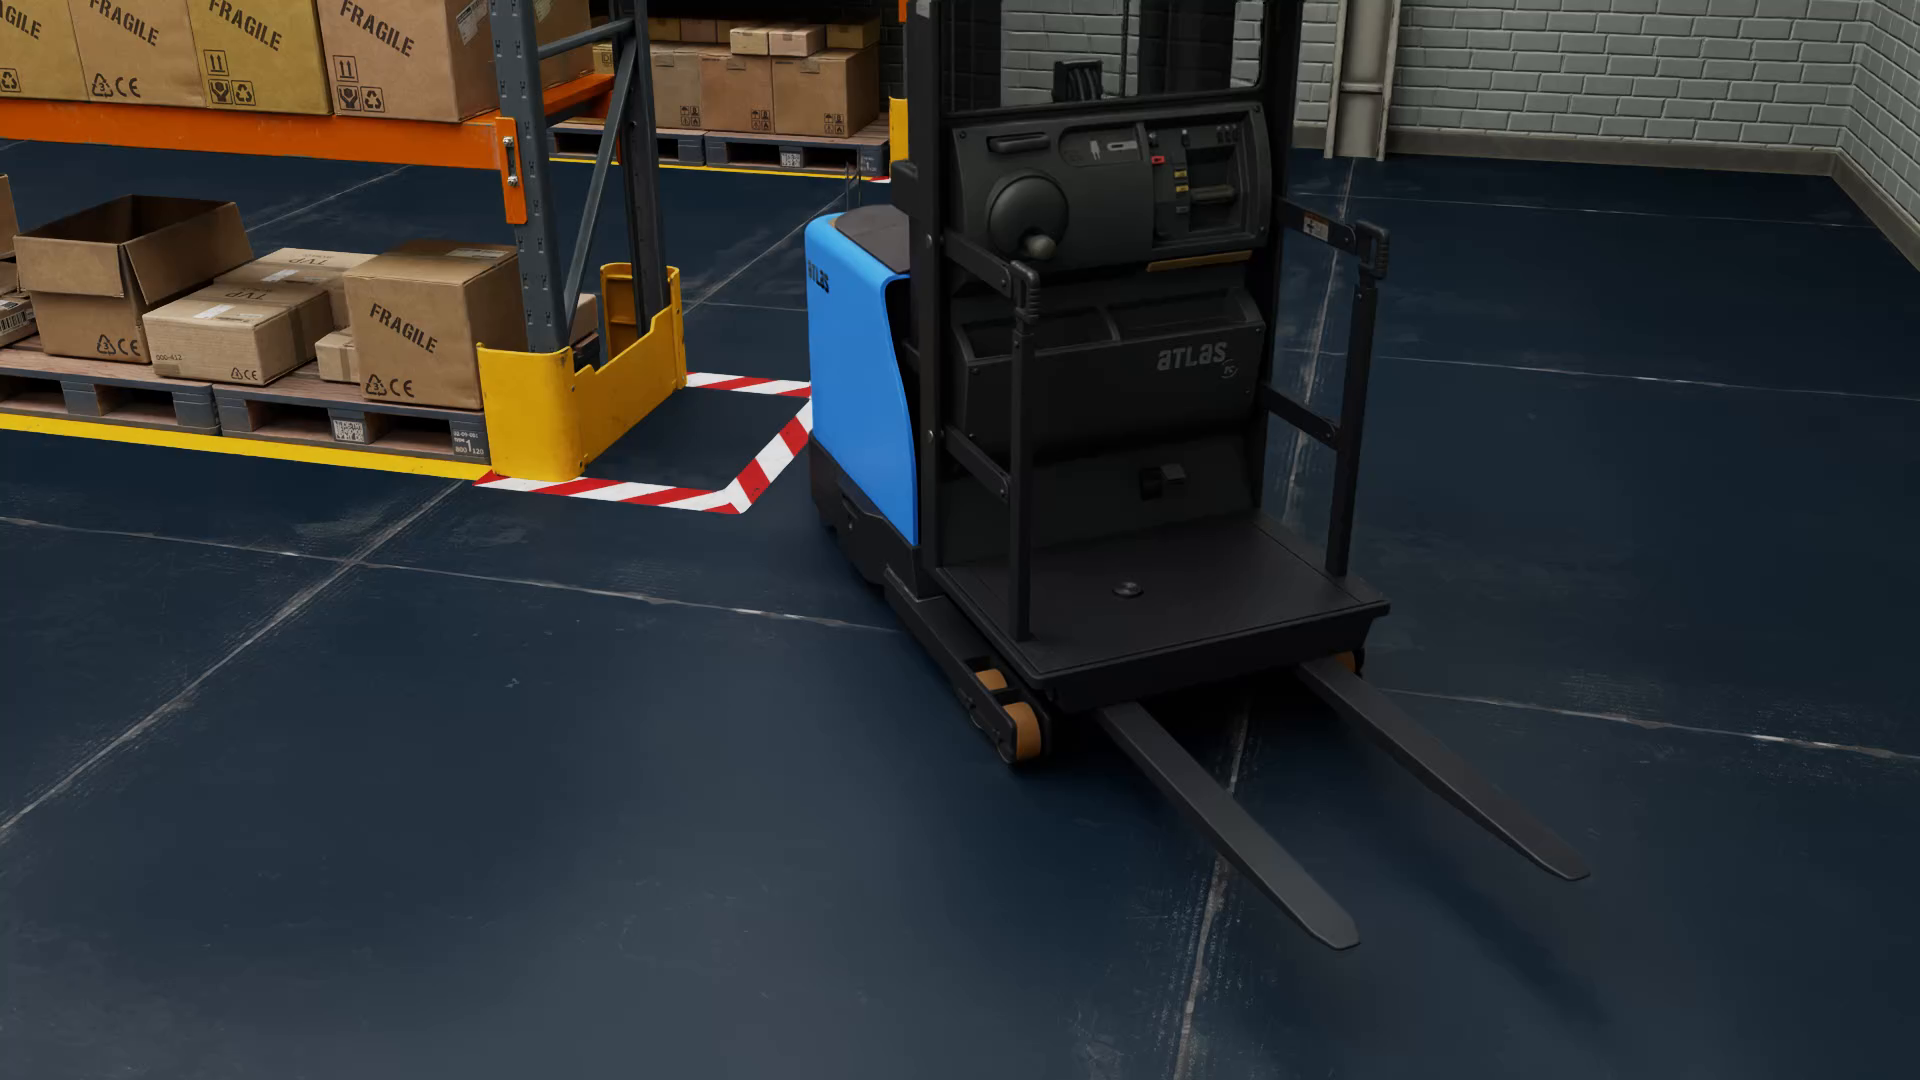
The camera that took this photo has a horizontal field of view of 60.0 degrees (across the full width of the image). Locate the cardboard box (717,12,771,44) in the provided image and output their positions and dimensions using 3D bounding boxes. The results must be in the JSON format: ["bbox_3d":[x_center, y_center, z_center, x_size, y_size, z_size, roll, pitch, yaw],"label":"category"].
[{"bbox_3d":[-1.435,-3.417,11.102,0.250,0.149,0.380,7,26,13],"label":"cardboard box"}]

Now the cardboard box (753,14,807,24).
[{"bbox_3d":[-1.192,-3.390,11.046,0.250,0.149,0.380,6,26,13],"label":"cardboard box"}]

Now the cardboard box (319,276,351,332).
[{"bbox_3d":[-2.340,-1.003,7.055,0.500,0.250,0.500,6,26,13],"label":"cardboard box"}]

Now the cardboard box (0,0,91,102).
[{"bbox_3d":[-3.374,-1.960,6.261,0.500,0.500,0.500,6,26,12],"label":"cardboard box"}]

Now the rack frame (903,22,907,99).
[{"bbox_3d":[-0.170,-3.879,10.408,0.127,3.000,1.000,6,26,13],"label":"rack frame"}]

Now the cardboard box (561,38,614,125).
[{"bbox_3d":[-2.363,-3.134,11.264,0.500,0.500,0.700,7,26,14],"label":"cardboard box"}]

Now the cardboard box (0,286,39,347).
[{"bbox_3d":[-4.081,-0.941,7.020,0.250,0.166,0.380,6,26,13],"label":"cardboard box"}]

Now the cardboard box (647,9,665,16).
[{"bbox_3d":[-2.175,-3.498,11.273,0.250,0.149,0.380,6,26,12],"label":"cardboard box"}]

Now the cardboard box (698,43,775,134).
[{"bbox_3d":[-1.357,-3.027,11.038,0.500,0.500,0.700,6,26,13],"label":"cardboard box"}]

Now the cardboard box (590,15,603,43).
[{"bbox_3d":[-2.553,-3.370,11.004,0.250,0.149,0.380,6,26,12],"label":"cardboard box"}]

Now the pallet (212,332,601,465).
[{"bbox_3d":[-2.246,-0.650,6.871,1.213,0.211,1.003,6,26,13],"label":"pallet"}]

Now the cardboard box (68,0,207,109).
[{"bbox_3d":[-2.886,-1.906,6.147,0.500,0.500,0.500,7,26,13],"label":"cardboard box"}]

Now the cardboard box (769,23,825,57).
[{"bbox_3d":[-1.042,-3.204,10.655,0.250,0.149,0.380,6,26,12],"label":"cardboard box"}]

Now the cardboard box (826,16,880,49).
[{"bbox_3d":[-0.702,-3.336,10.933,0.250,0.149,0.380,6,26,13],"label":"cardboard box"}]

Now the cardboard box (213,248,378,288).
[{"bbox_3d":[-2.824,-1.057,7.167,0.500,0.250,0.500,6,26,13],"label":"cardboard box"}]

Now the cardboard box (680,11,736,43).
[{"bbox_3d":[-1.681,-3.444,11.159,0.250,0.149,0.380,7,26,14],"label":"cardboard box"}]

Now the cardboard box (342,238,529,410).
[{"bbox_3d":[-1.988,-0.842,6.425,0.500,0.500,0.500,6,26,13],"label":"cardboard box"}]

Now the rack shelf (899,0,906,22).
[{"bbox_3d":[-2.107,-3.768,11.013,4.000,0.370,1.077,6,26,13],"label":"rack shelf"}]

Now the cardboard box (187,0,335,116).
[{"bbox_3d":[-2.405,-1.850,6.030,0.500,0.500,0.500,7,26,13],"label":"cardboard box"}]

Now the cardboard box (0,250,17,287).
[{"bbox_3d":[-3.925,-1.206,7.410,0.500,0.311,0.500,6,26,13],"label":"cardboard box"}]

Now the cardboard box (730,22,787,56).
[{"bbox_3d":[-1.290,-3.231,10.712,0.250,0.149,0.380,7,26,14],"label":"cardboard box"}]

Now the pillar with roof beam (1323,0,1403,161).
[{"bbox_3d":[1.589,-4.867,5.503,0.400,9.000,9.100,6,26,13],"label":"pillar with roof beam"}]

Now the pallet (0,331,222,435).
[{"bbox_3d":[-3.424,-0.782,7.147,1.213,0.211,1.003,6,26,13],"label":"pallet"}]

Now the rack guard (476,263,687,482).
[{"bbox_3d":[-1.473,-0.696,6.630,0.348,0.500,1.175,6,26,13],"label":"rack guard"}]

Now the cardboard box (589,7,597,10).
[{"bbox_3d":[-2.670,-3.553,11.388,0.250,0.149,0.380,5,26,11],"label":"cardboard box"}]

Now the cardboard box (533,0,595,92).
[{"bbox_3d":[-1.764,-2.019,6.384,0.500,0.500,0.500,7,26,14],"label":"cardboard box"}]

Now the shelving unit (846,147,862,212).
[{"bbox_3d":[-0.280,-0.793,6.019,0.189,1.200,0.258,3,26,7],"label":"shelving unit"}]

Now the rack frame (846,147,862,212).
[{"bbox_3d":[-0.370,-0.798,6.030,0.006,1.200,0.240,3,26,7],"label":"rack frame"}]

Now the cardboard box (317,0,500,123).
[{"bbox_3d":[-1.901,-1.796,5.917,0.500,0.500,0.500,7,26,15],"label":"cardboard box"}]

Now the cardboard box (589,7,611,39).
[{"bbox_3d":[-2.425,-3.526,11.331,0.250,0.149,0.380,7,26,14],"label":"cardboard box"}]

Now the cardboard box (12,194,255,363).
[{"bbox_3d":[-3.453,-1.117,6.999,0.637,0.503,0.797,6,26,13],"label":"cardboard box"}]

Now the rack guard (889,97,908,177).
[{"bbox_3d":[-0.146,-2.748,10.940,0.348,0.500,1.175,6,26,13],"label":"rack guard"}]

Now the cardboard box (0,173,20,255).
[{"bbox_3d":[-4.651,-1.372,7.538,0.500,0.500,0.500,6,26,13],"label":"cardboard box"}]

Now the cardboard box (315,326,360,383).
[{"bbox_3d":[-2.358,-0.772,6.667,0.250,0.166,0.380,6,26,13],"label":"cardboard box"}]

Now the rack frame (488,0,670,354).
[{"bbox_3d":[-1.400,-1.816,6.076,0.127,3.000,1.000,6,26,13],"label":"rack frame"}]

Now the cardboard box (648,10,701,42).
[{"bbox_3d":[-1.930,-3.471,11.216,0.250,0.149,0.380,7,26,14],"label":"cardboard box"}]

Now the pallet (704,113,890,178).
[{"bbox_3d":[-0.964,-2.673,11.119,1.213,0.211,1.003,6,26,13],"label":"pallet"}]

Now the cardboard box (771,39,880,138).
[{"bbox_3d":[-0.873,-2.973,10.925,0.500,0.500,0.700,6,26,13],"label":"cardboard box"}]

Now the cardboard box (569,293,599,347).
[{"bbox_3d":[-1.720,-0.916,6.989,0.250,0.149,0.380,6,26,13],"label":"cardboard box"}]

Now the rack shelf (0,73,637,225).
[{"bbox_3d":[-3.337,-1.706,6.680,4.000,0.370,1.077,6,26,13],"label":"rack shelf"}]

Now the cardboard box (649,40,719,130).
[{"bbox_3d":[-1.844,-3.080,11.150,0.500,0.500,0.700,5,26,11],"label":"cardboard box"}]

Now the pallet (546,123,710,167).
[{"bbox_3d":[-2.141,-2.804,11.395,1.213,0.211,1.003,6,26,13],"label":"pallet"}]

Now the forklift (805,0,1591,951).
[{"bbox_3d":[0.506,-0.928,4.290,1.130,2.935,3.031,-10,27,-20],"label":"forklift"}]

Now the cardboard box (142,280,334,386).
[{"bbox_3d":[-2.900,-0.843,6.719,0.500,0.250,0.500,6,26,13],"label":"cardboard box"}]
